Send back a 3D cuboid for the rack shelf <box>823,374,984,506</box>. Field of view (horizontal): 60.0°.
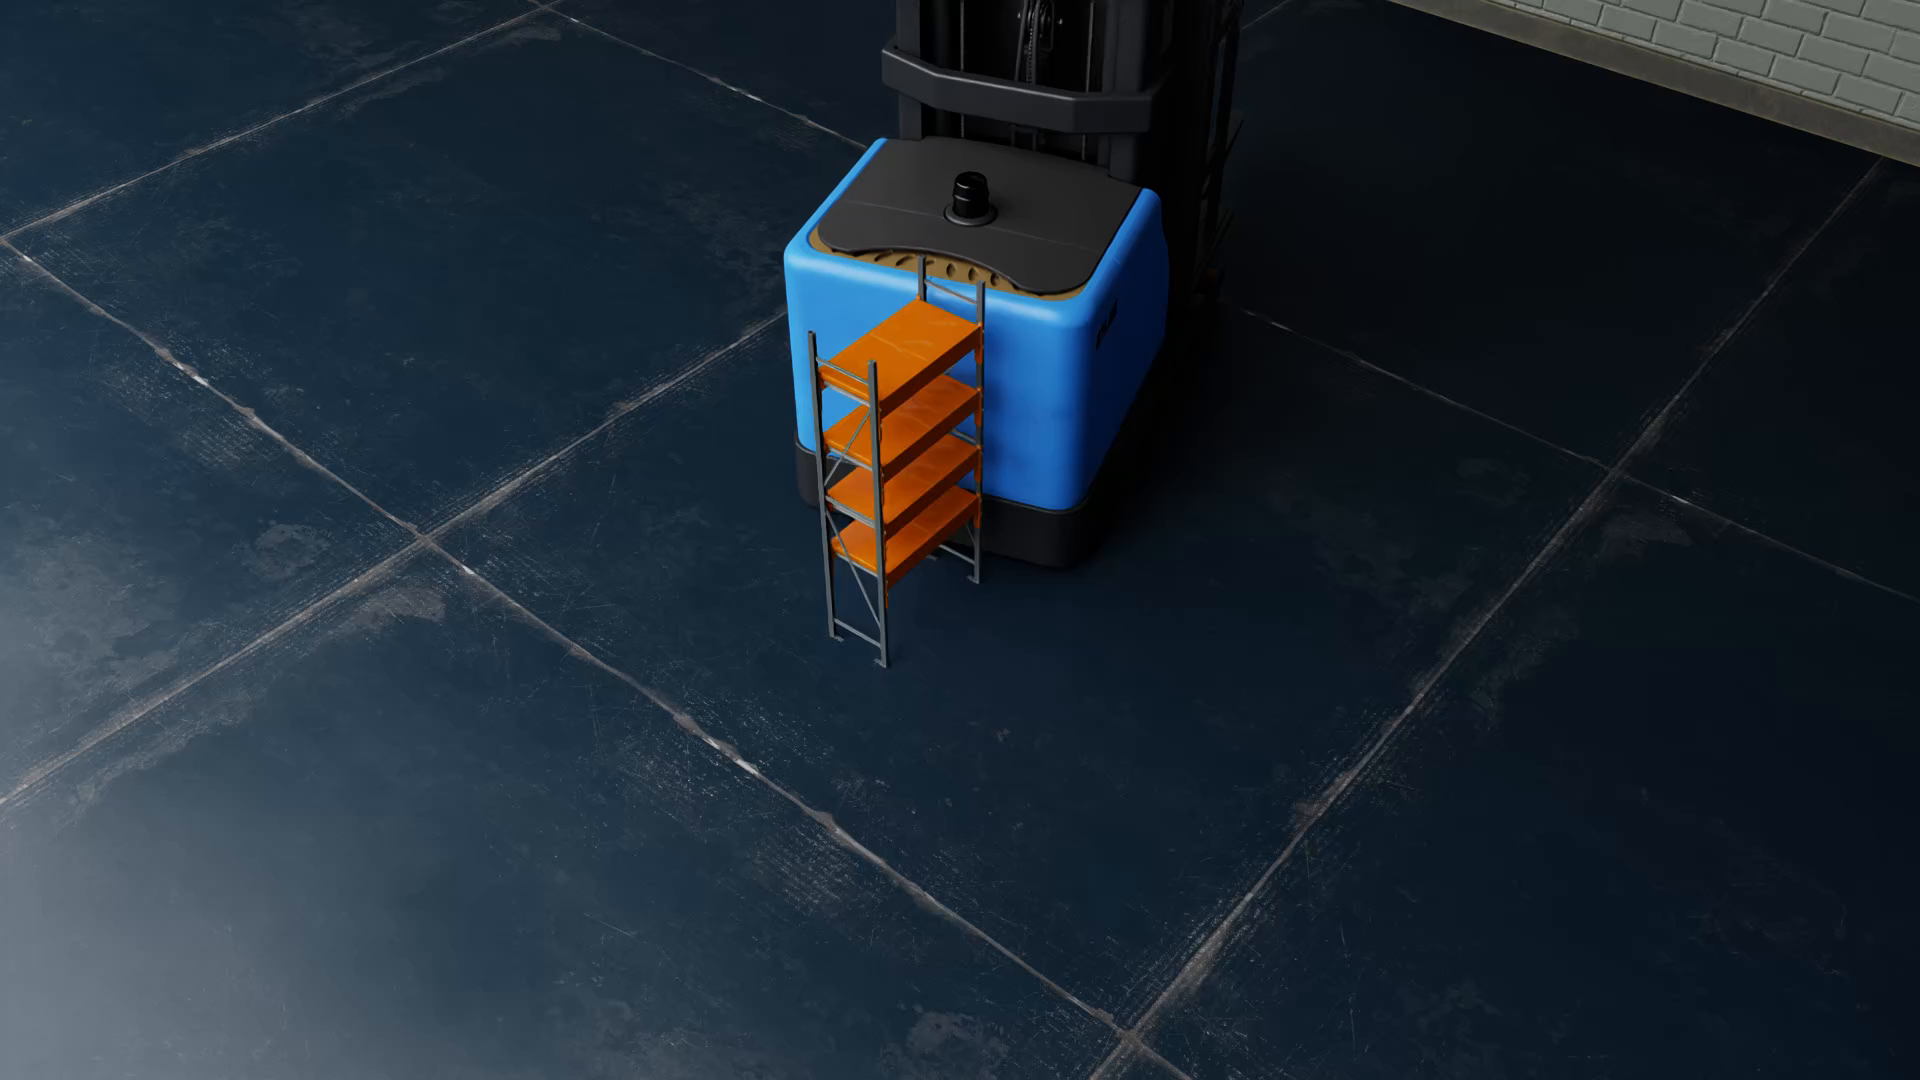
[{"bbox_3d":[-0.175,-0.331,4.990,0.258,0.148,0.480,27,49,27],"label":"rack shelf"}]

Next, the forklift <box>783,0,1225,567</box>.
[{"bbox_3d":[0.237,-1.630,5.411,1.129,2.867,1.939,14,44,15],"label":"forklift"}]

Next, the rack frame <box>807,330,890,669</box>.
[{"bbox_3d":[-0.324,-0.086,4.952,0.240,1.200,0.015,27,49,27],"label":"rack frame"}]

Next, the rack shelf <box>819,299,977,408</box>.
[{"bbox_3d":[-0.175,-0.535,4.805,0.221,0.050,0.457,27,49,27],"label":"rack shelf"}]

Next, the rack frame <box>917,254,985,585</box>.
[{"bbox_3d":[-0.026,-0.346,5.238,0.240,1.200,0.015,27,49,27],"label":"rack frame"}]

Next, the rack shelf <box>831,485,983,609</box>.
[{"bbox_3d":[-0.175,-0.019,5.274,0.258,0.148,0.480,27,49,27],"label":"rack shelf"}]
